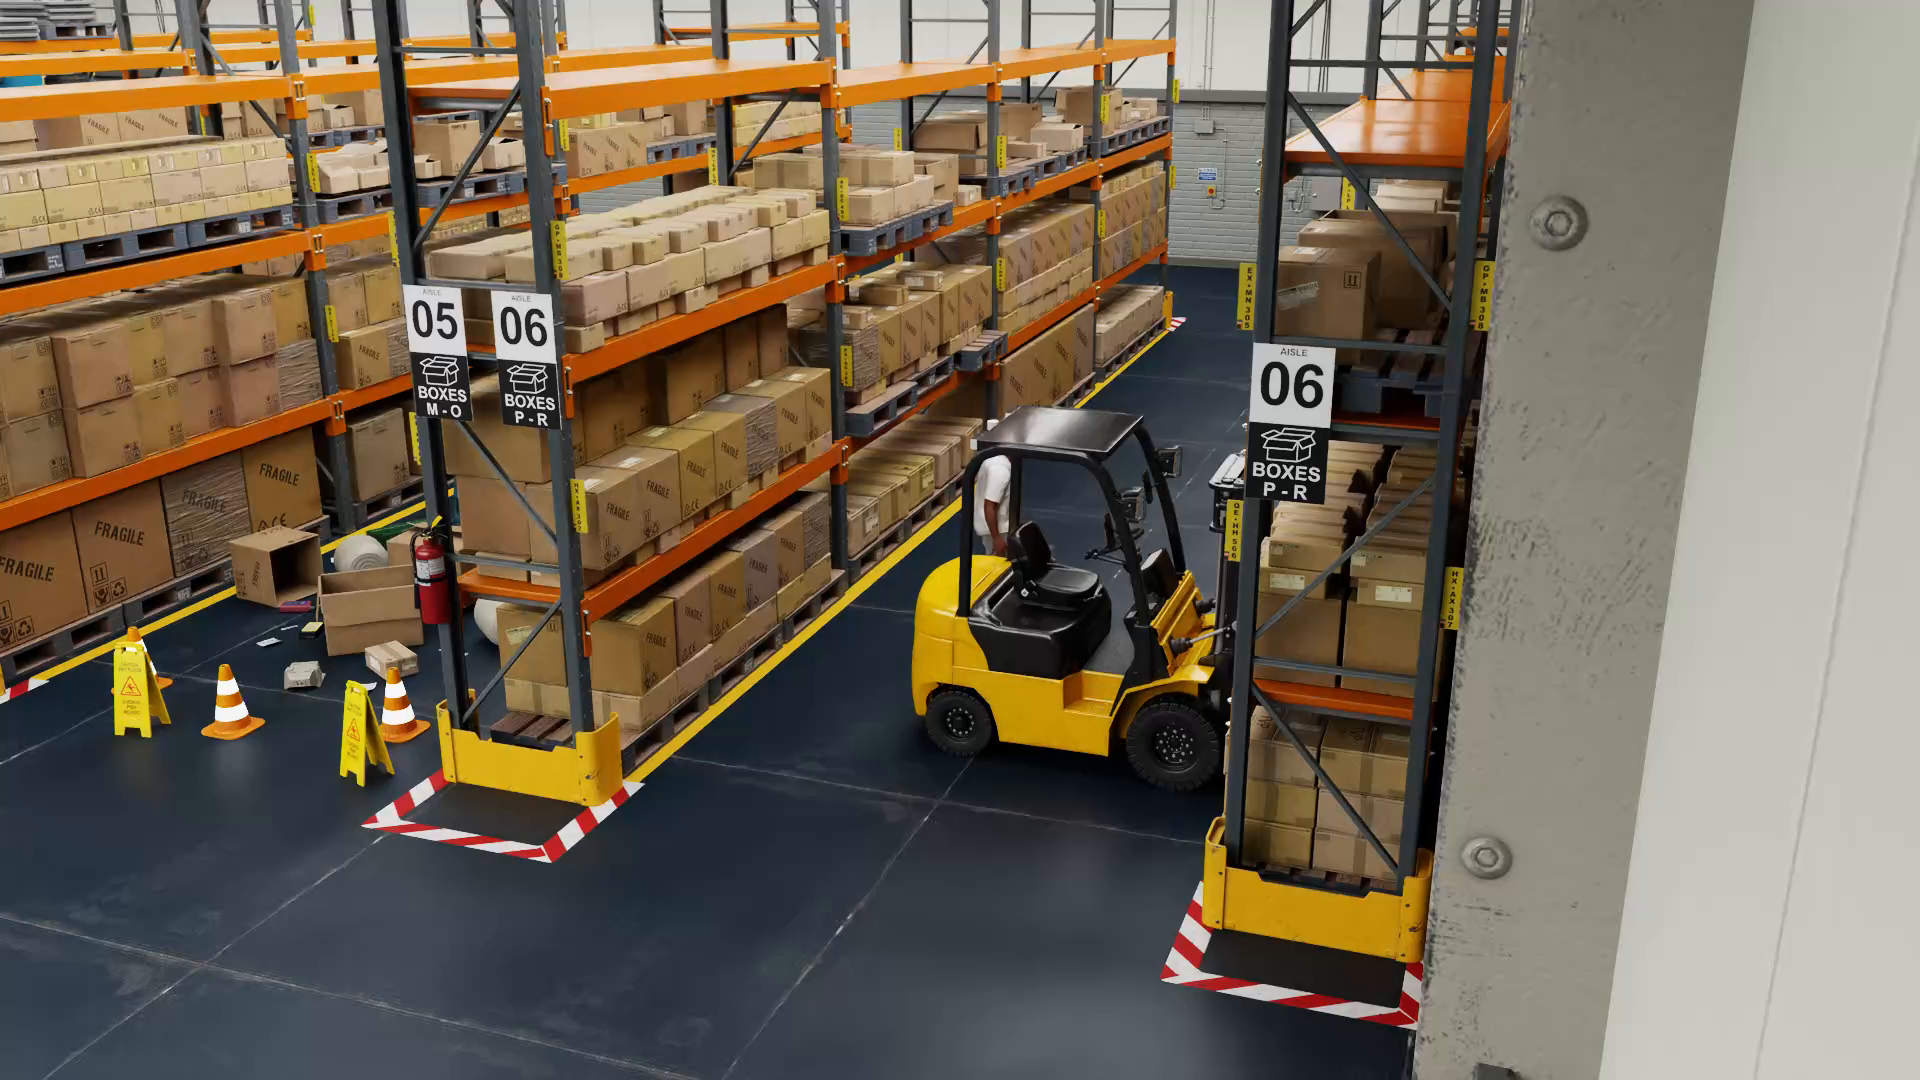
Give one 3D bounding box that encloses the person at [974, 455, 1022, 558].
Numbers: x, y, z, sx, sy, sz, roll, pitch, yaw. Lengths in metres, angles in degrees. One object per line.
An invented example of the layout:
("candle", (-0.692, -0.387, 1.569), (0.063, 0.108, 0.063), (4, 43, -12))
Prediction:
("person", (0.346, -0.086, 12.790), (0.461, 1.759, 0.632), (5, 19, 15))
